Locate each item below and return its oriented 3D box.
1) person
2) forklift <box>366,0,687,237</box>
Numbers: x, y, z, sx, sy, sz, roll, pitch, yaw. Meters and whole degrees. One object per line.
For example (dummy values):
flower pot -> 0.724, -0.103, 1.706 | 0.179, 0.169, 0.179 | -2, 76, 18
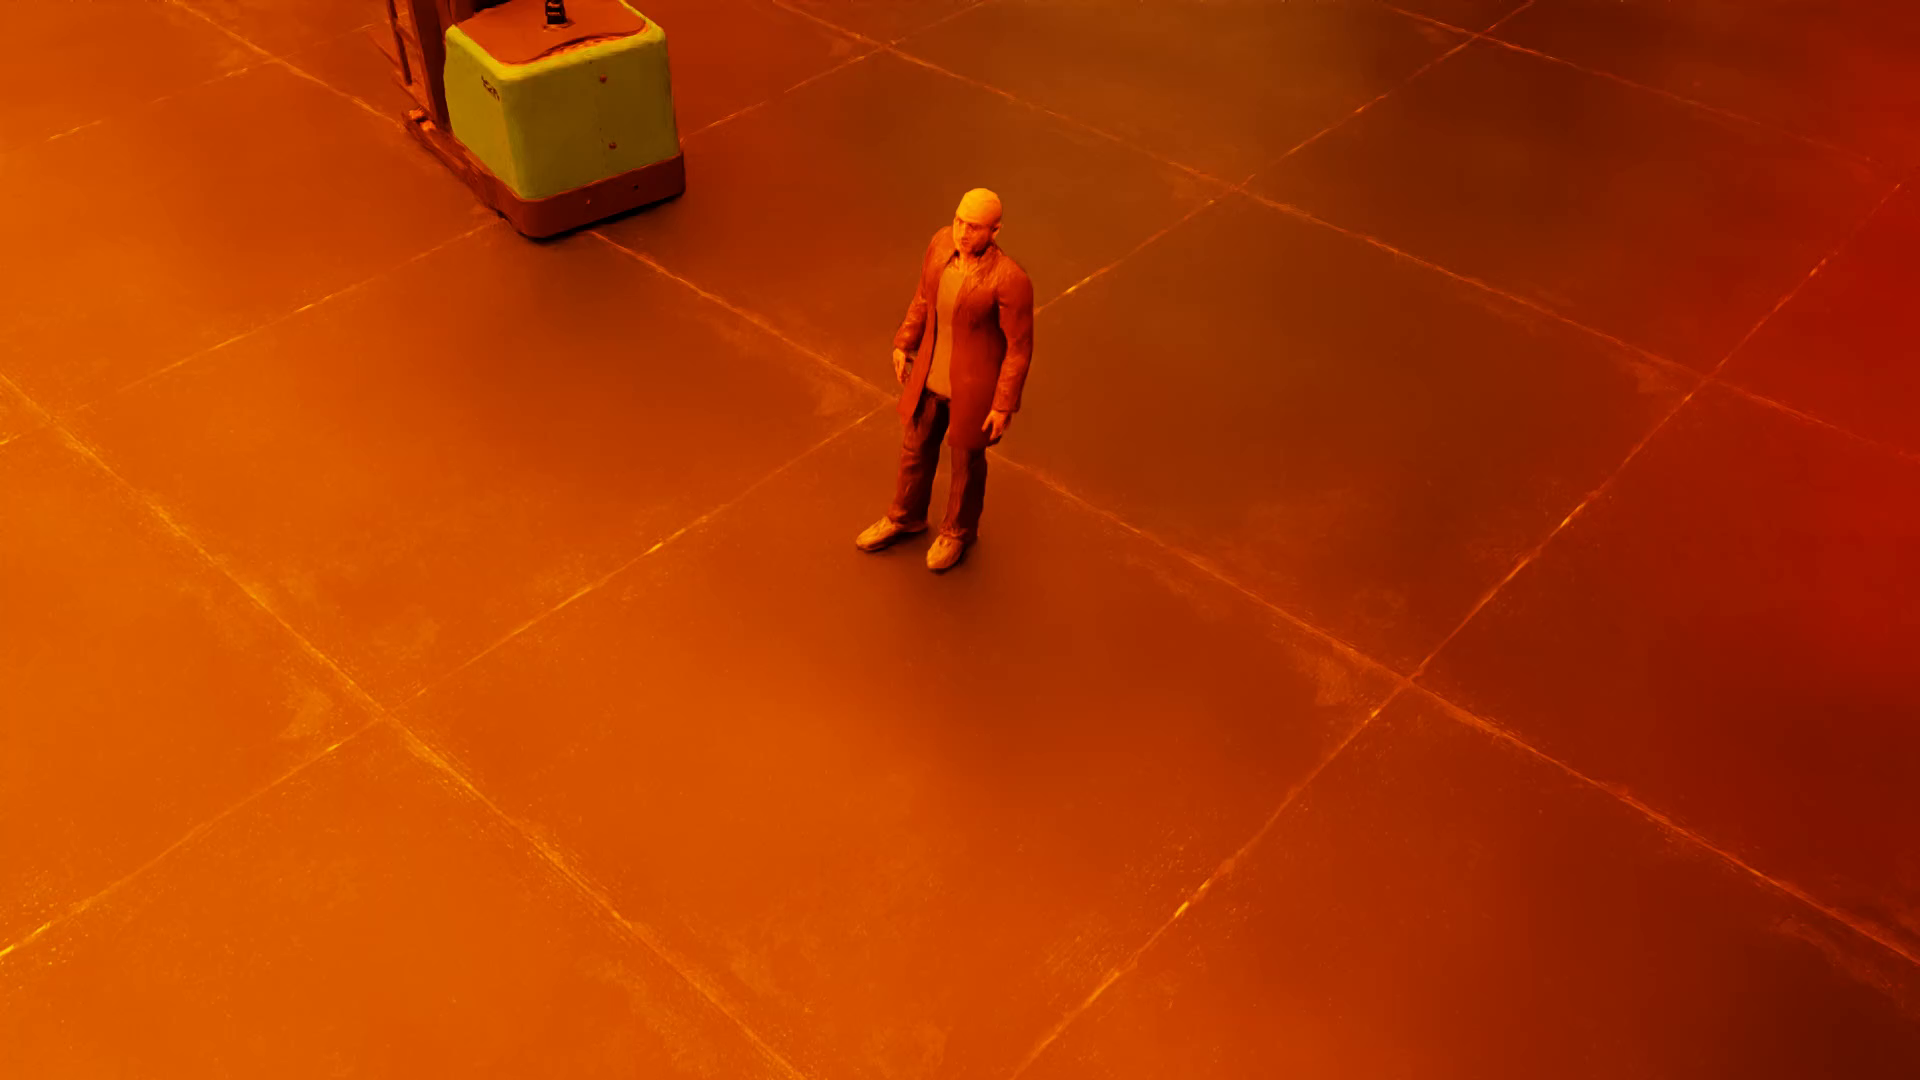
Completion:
person -> -0.065, -0.565, 7.110 | 0.694, 1.582, 0.580 | 31, 49, 31
forklift -> -2.923, -3.777, 9.831 | 1.130, 2.935, 3.031 | -25, 47, -26
